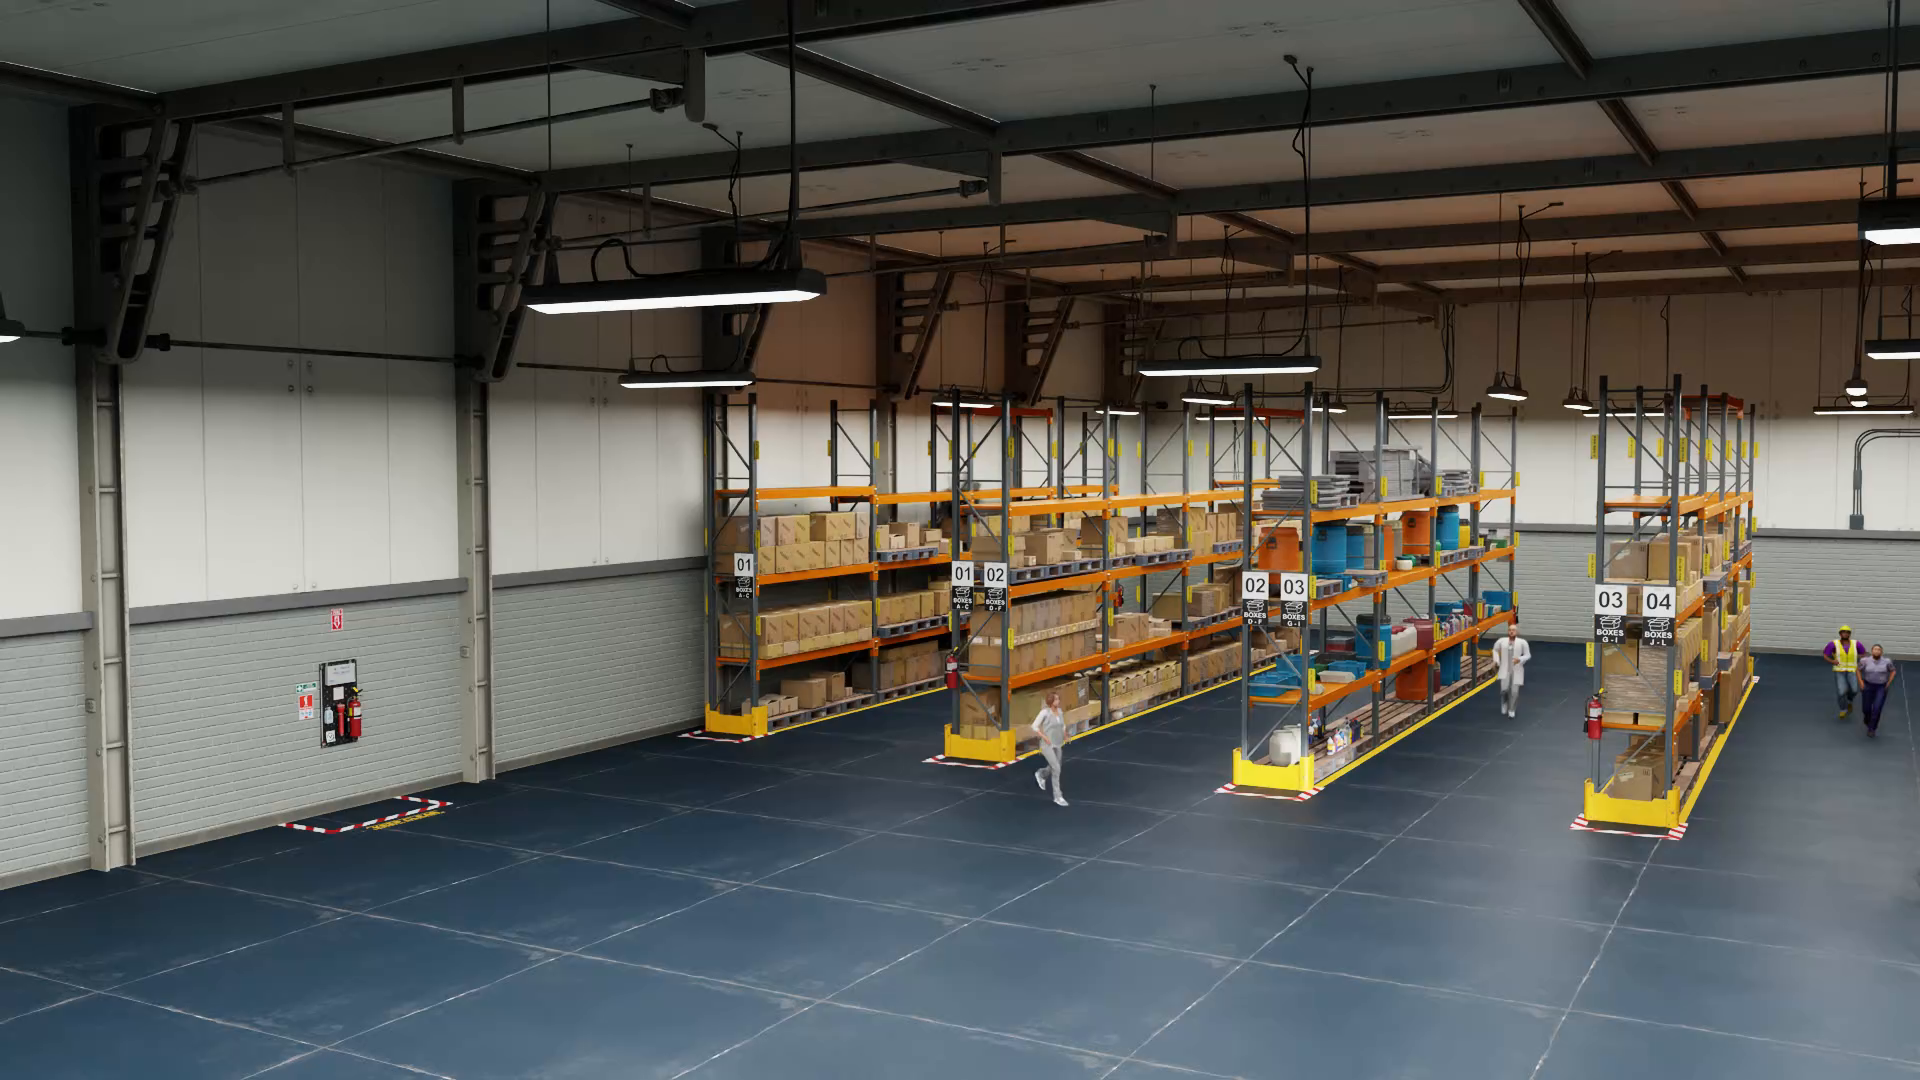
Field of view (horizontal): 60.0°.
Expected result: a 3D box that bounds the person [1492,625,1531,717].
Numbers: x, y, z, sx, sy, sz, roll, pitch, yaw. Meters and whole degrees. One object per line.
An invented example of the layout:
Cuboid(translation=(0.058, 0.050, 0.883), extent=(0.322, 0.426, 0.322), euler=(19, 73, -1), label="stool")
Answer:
Cuboid(translation=(10.274, 2.548, 31.033), extent=(0.704, 1.543, 0.643), euler=(1, 3, 21), label="person")

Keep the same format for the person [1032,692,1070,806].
Cuboid(translation=(1.257, 2.948, 23.659), extent=(0.542, 1.590, 0.754), euler=(-3, 4, -39), label="person")

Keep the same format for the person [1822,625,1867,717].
Cuboid(translation=(16.526, 2.456, 31.037), extent=(0.770, 1.721, 0.524), euler=(1, 3, 17), label="person")

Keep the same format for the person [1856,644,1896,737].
Cuboid(translation=(16.125, 2.636, 29.296), extent=(0.627, 1.609, 0.651), euler=(2, 3, 27), label="person")
